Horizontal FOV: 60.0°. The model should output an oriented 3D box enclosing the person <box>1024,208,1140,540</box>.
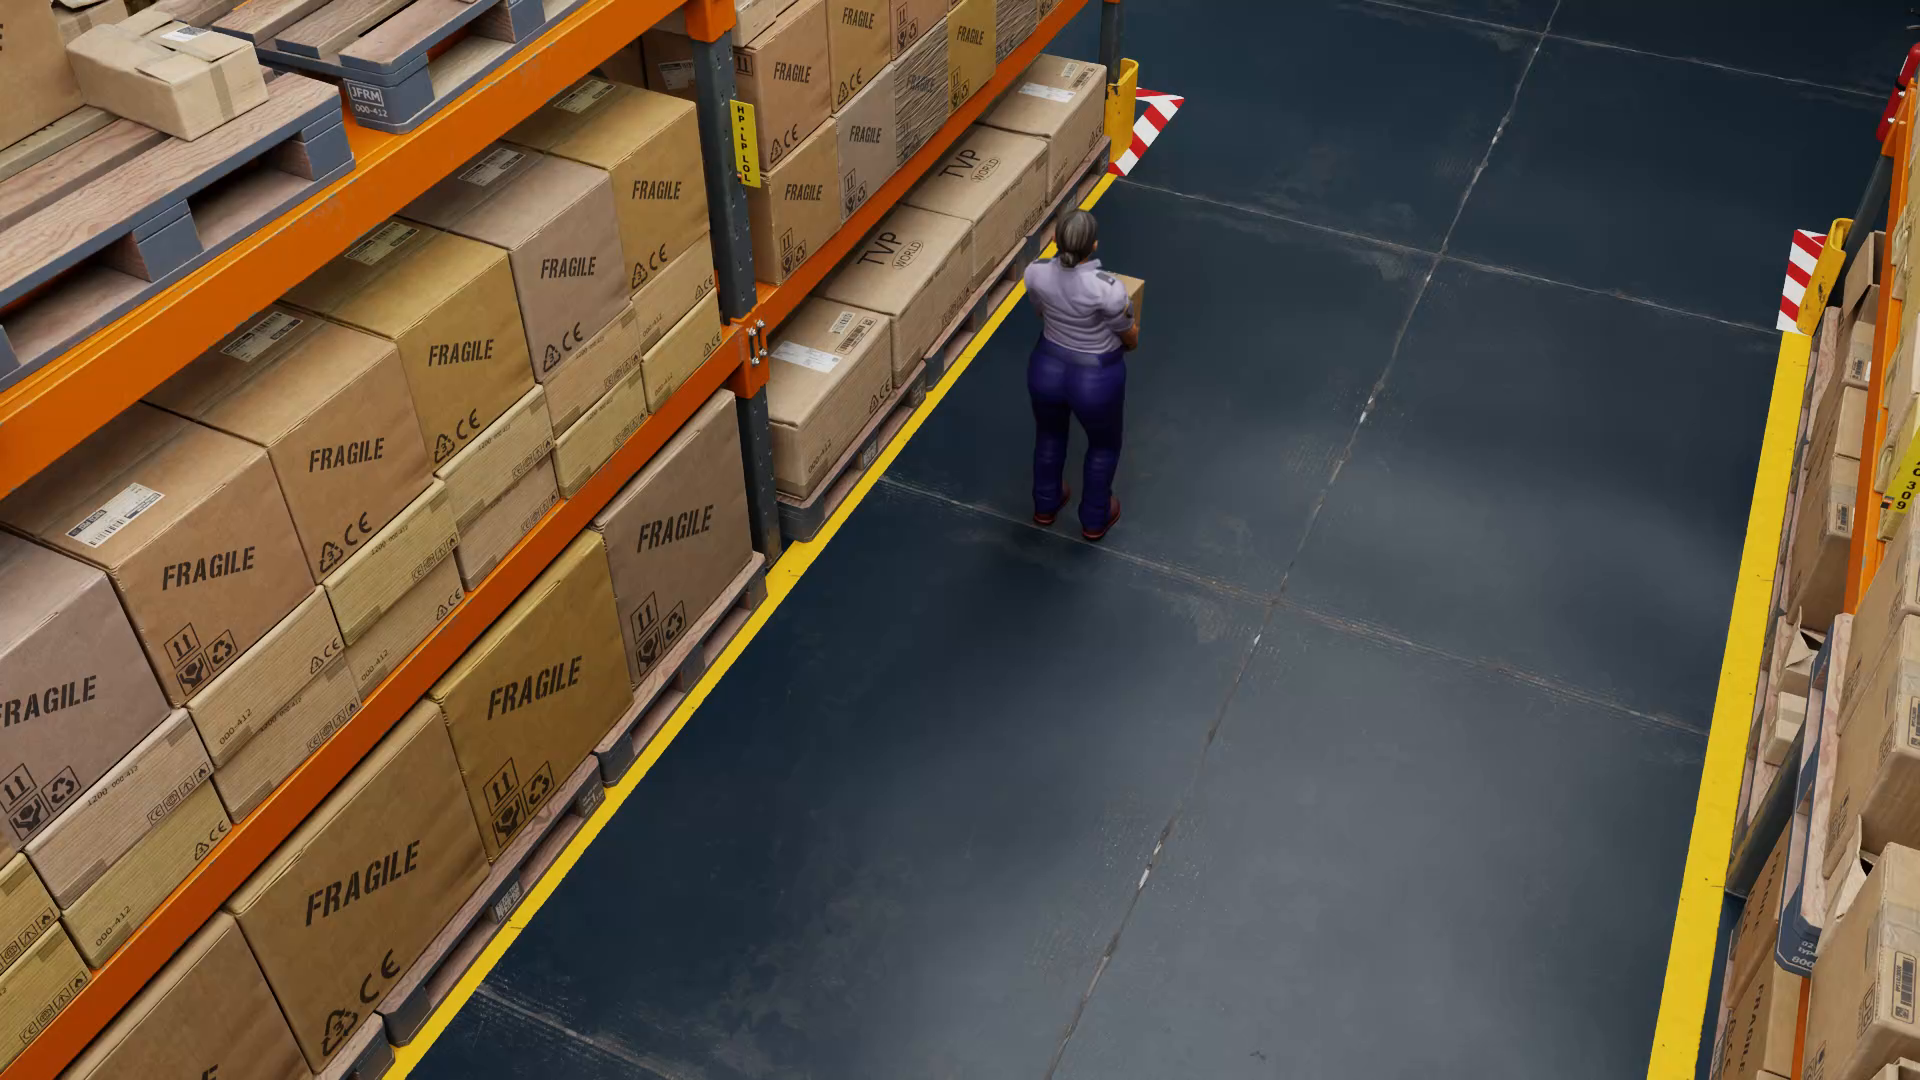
[{"bbox_3d":[0.519,-0.724,6.977,0.452,1.640,0.519,18,45,19],"label":"person"}]
